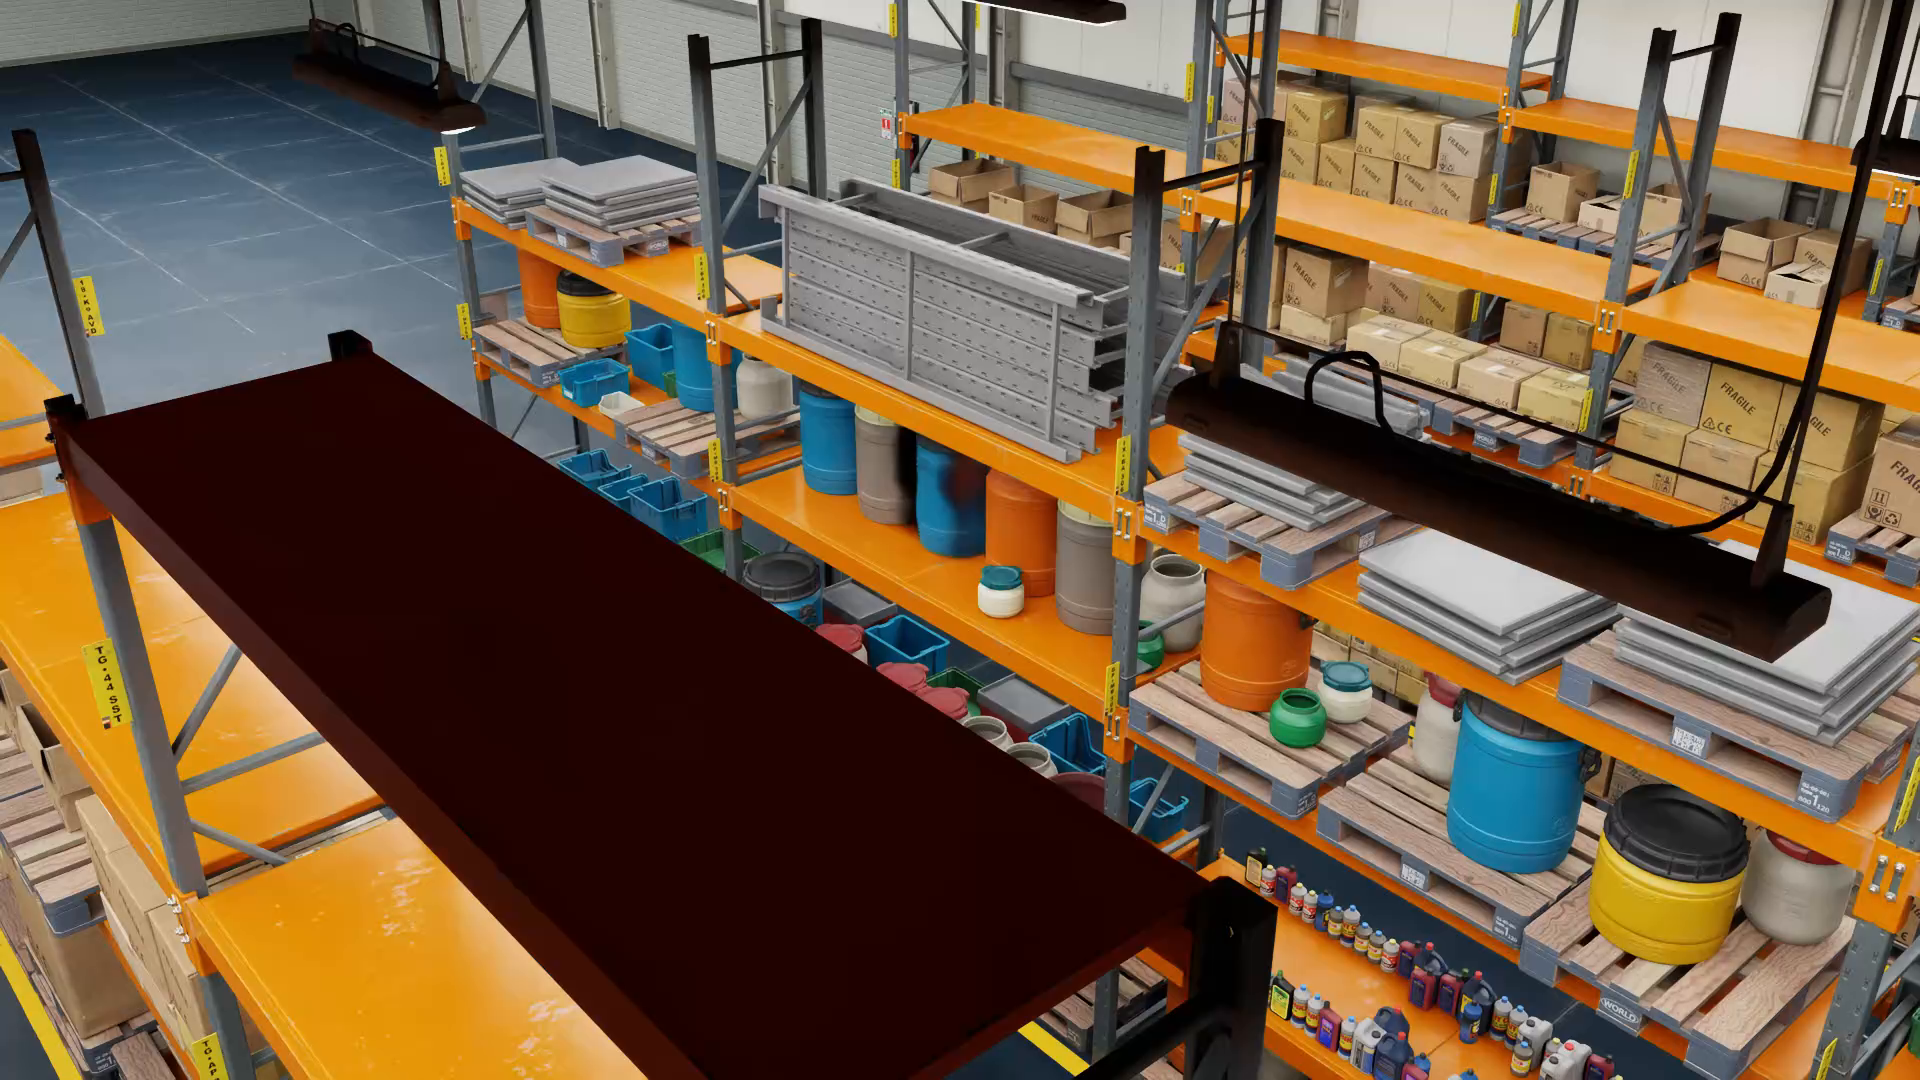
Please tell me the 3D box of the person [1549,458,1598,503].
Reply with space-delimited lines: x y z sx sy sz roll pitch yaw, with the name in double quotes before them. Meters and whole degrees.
"person" 6.110 -0.417 16.561 0.950 1.645 0.426 22 34 36
